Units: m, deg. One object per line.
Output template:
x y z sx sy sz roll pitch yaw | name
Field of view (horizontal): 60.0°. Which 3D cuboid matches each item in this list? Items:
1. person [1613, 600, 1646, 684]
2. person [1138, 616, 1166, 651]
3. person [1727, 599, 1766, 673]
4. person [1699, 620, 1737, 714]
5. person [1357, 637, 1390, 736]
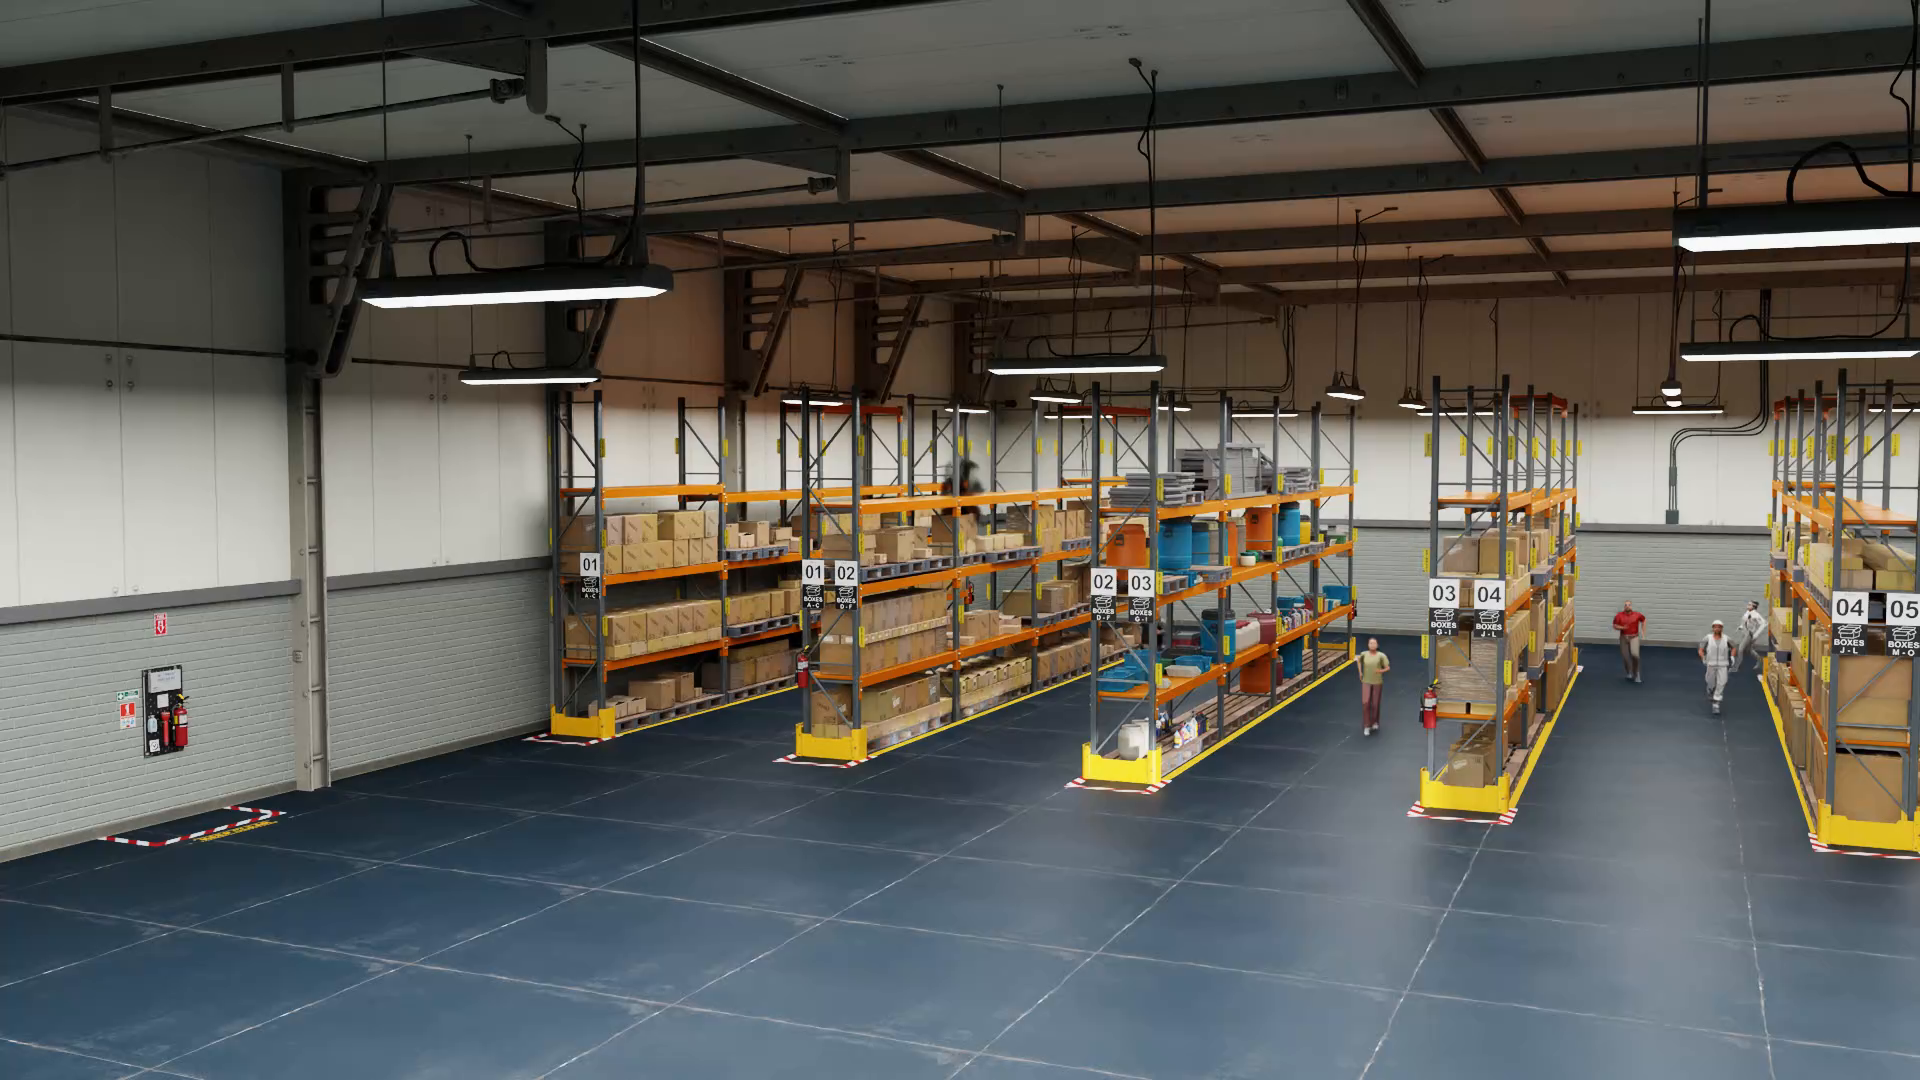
14.344 2.182 35.675 0.644 1.775 0.720 2 4 29 | person
4.018 2.223 34.693 0.647 1.776 0.845 1 3 11 | person
17.467 2.125 36.811 0.923 1.667 0.676 0 3 2 | person
14.375 2.391 31.543 0.669 1.748 0.848 1 3 21 | person
7.251 2.557 29.209 0.581 1.710 0.726 1 3 19 | person
